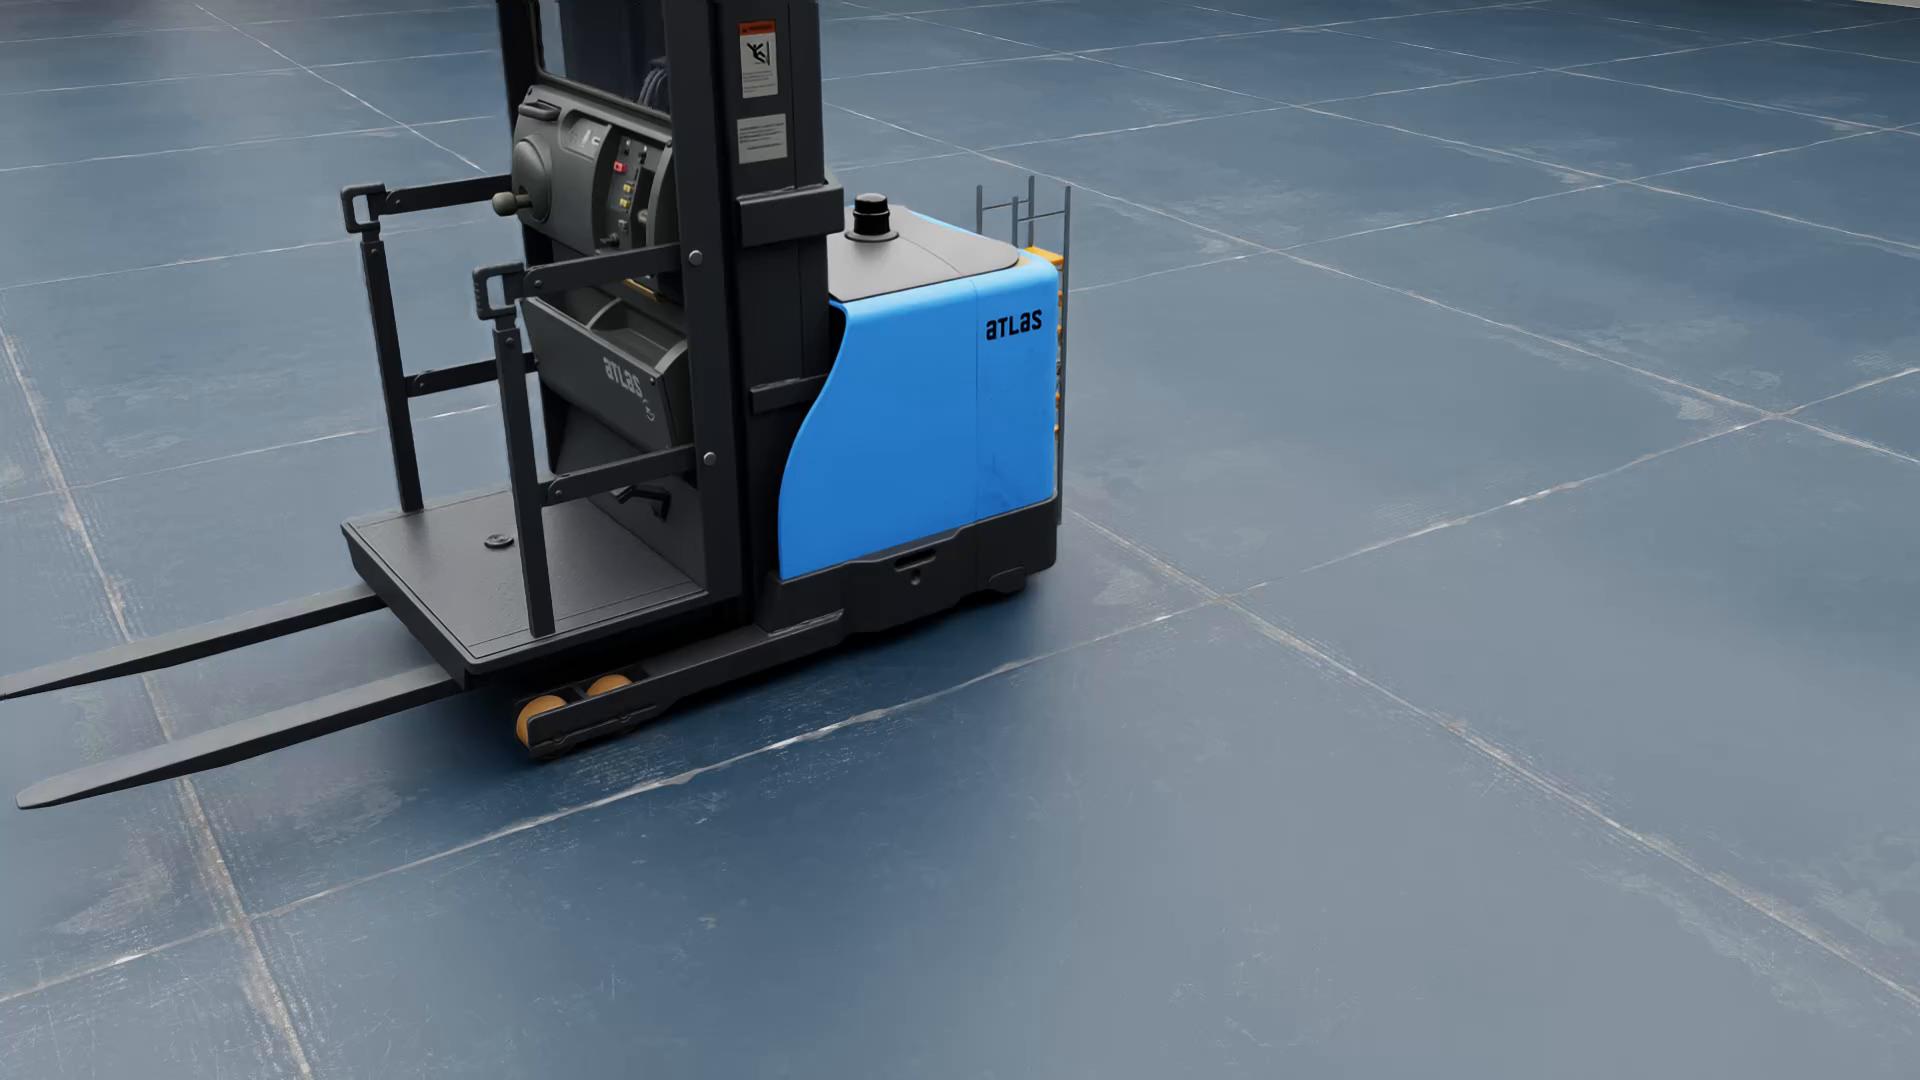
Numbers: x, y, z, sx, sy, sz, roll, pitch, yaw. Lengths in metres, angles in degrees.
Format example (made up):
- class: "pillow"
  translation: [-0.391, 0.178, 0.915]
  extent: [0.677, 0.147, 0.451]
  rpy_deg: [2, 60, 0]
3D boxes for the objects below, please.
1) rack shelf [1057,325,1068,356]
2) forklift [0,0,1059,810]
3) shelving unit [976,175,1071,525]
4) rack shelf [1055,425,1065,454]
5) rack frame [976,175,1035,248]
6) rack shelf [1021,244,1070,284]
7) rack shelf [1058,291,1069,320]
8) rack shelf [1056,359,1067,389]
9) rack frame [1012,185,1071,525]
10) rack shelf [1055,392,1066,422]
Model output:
- class: "rack shelf"
  translation: [0.205, -0.669, 5.584]
  extent: [0.258, 0.103, 0.180]
  rpy_deg: [-18, 31, -33]
- class: "forklift"
  translation: [-1.176, -0.990, 4.414]
  extent: [3.031, 2.935, 1.130]
  rpy_deg: [-17, 30, -32]
- class: "shelving unit"
  translation: [0.205, -0.600, 5.616]
  extent: [0.258, 1.200, 0.189]
  rpy_deg: [-18, 31, -33]
- class: "rack shelf"
  translation: [0.205, -0.343, 5.737]
  extent: [0.258, 0.103, 0.180]
  rpy_deg: [-18, 31, -33]
- class: "rack frame"
  translation: [0.150, -0.631, 5.682]
  extent: [0.240, 1.200, 0.006]
  rpy_deg: [-18, 31, -33]
- class: "rack shelf"
  translation: [0.205, -0.886, 5.481]
  extent: [0.258, 0.103, 0.180]
  rpy_deg: [-18, 31, -33]
- class: "rack shelf"
  translation: [0.205, -0.777, 5.533]
  extent: [0.258, 0.103, 0.180]
  rpy_deg: [-18, 31, -33]
- class: "rack shelf"
  translation: [0.205, -0.560, 5.635]
  extent: [0.258, 0.103, 0.180]
  rpy_deg: [-18, 31, -33]
- class: "rack frame"
  translation: [0.261, -0.569, 5.550]
  extent: [0.240, 1.200, 0.006]
  rpy_deg: [-18, 31, -33]
- class: "rack shelf"
  translation: [0.205, -0.452, 5.686]
  extent: [0.258, 0.103, 0.180]
  rpy_deg: [-18, 31, -33]
